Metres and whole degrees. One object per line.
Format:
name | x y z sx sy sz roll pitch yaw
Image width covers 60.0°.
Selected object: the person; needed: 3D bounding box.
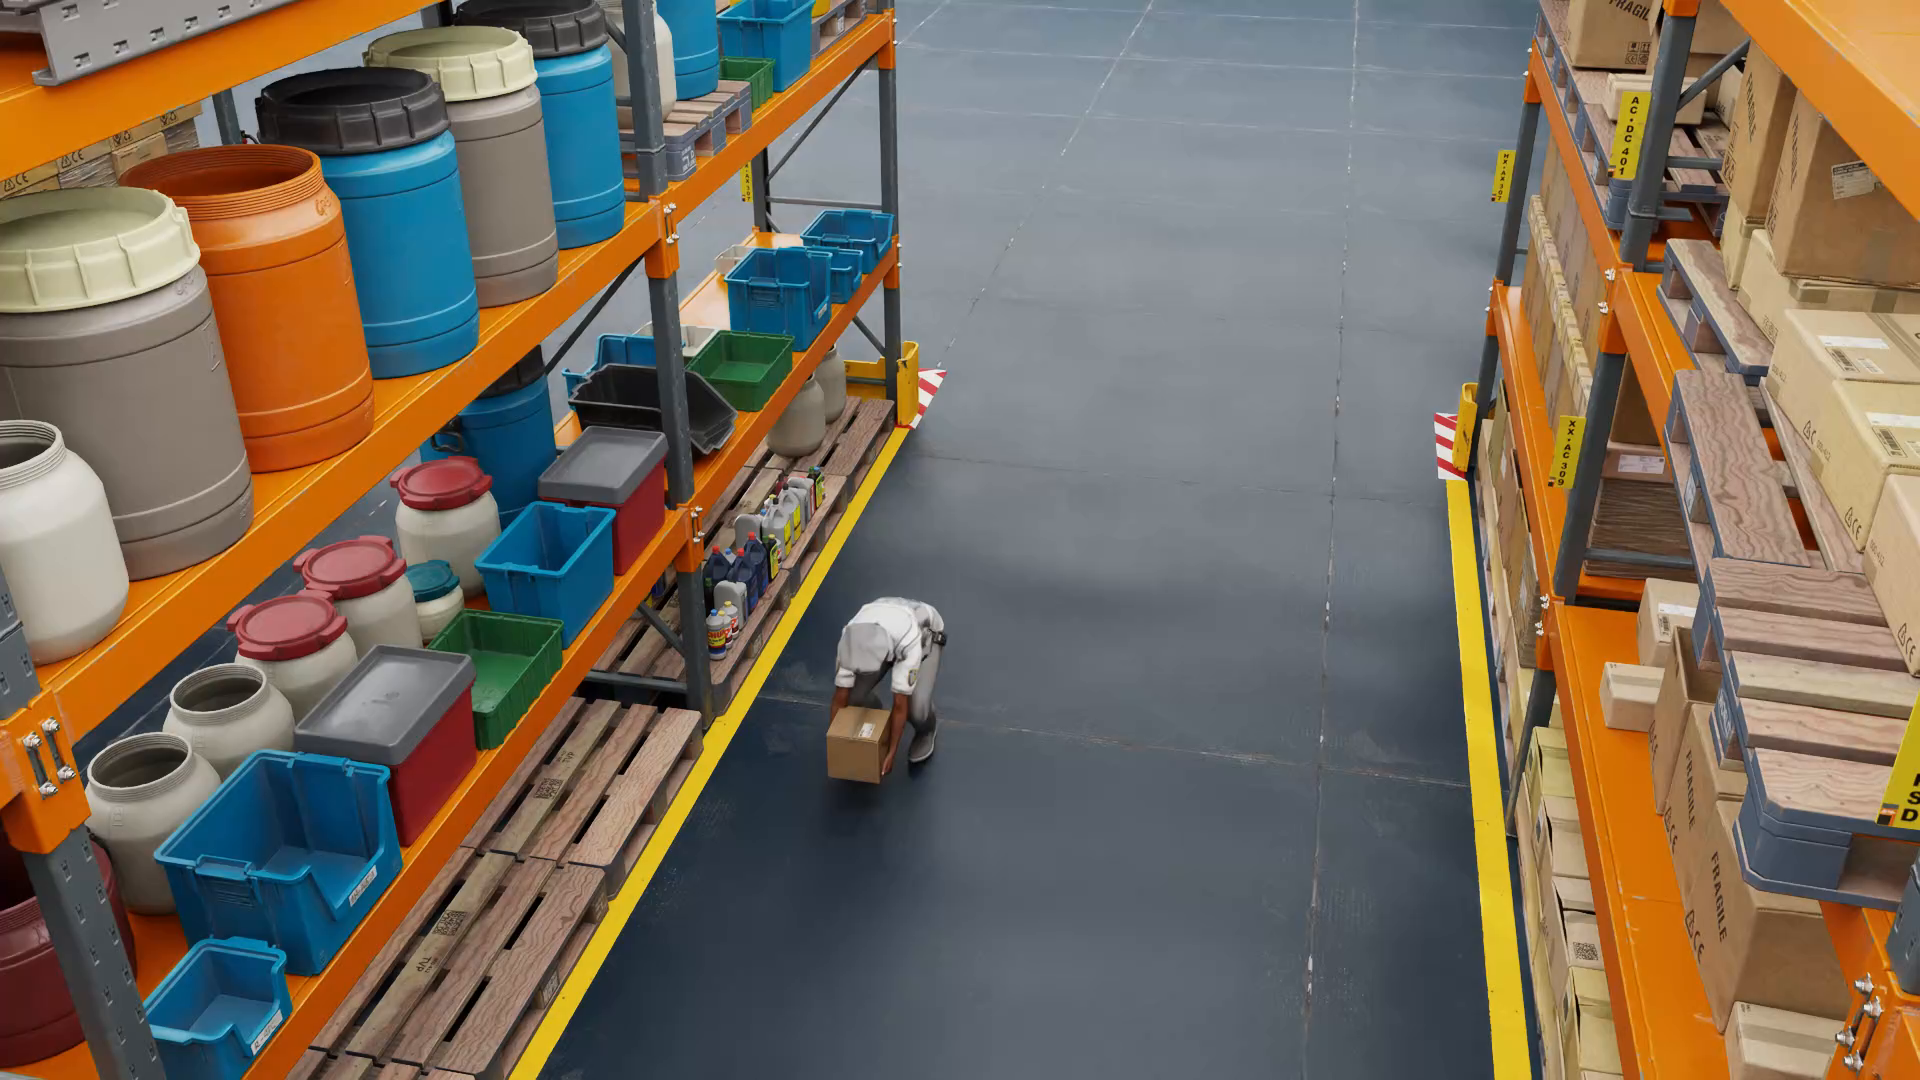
person | -0.357 0.680 8.104 0.465 0.974 0.900 9 30 16
